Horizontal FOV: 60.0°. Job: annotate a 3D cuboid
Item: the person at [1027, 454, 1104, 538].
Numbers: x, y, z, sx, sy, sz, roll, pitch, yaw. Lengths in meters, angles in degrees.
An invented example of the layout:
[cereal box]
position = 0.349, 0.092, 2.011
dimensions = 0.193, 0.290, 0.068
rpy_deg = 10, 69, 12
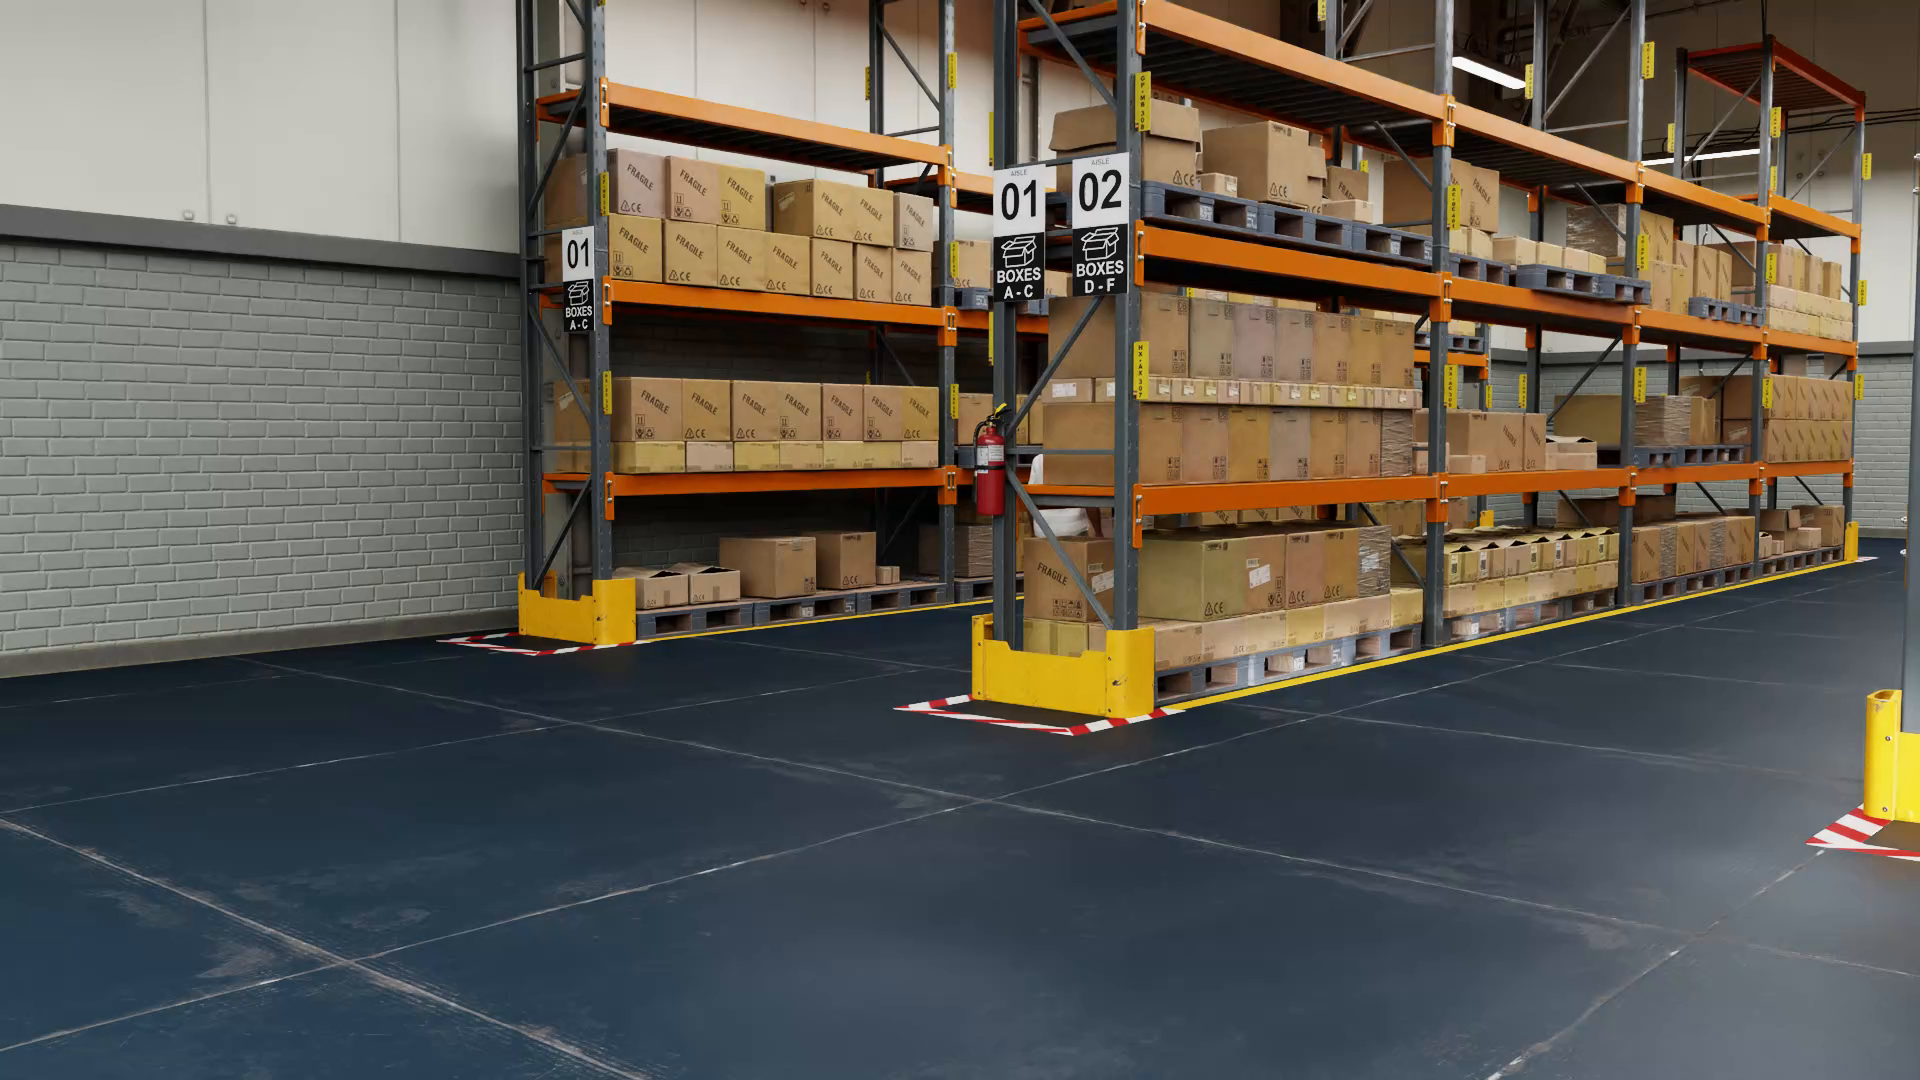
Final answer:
[person]
position = 0.796, -0.056, 12.489
dimensions = 0.636, 1.761, 0.454
rpy_deg = 3, 4, 38
